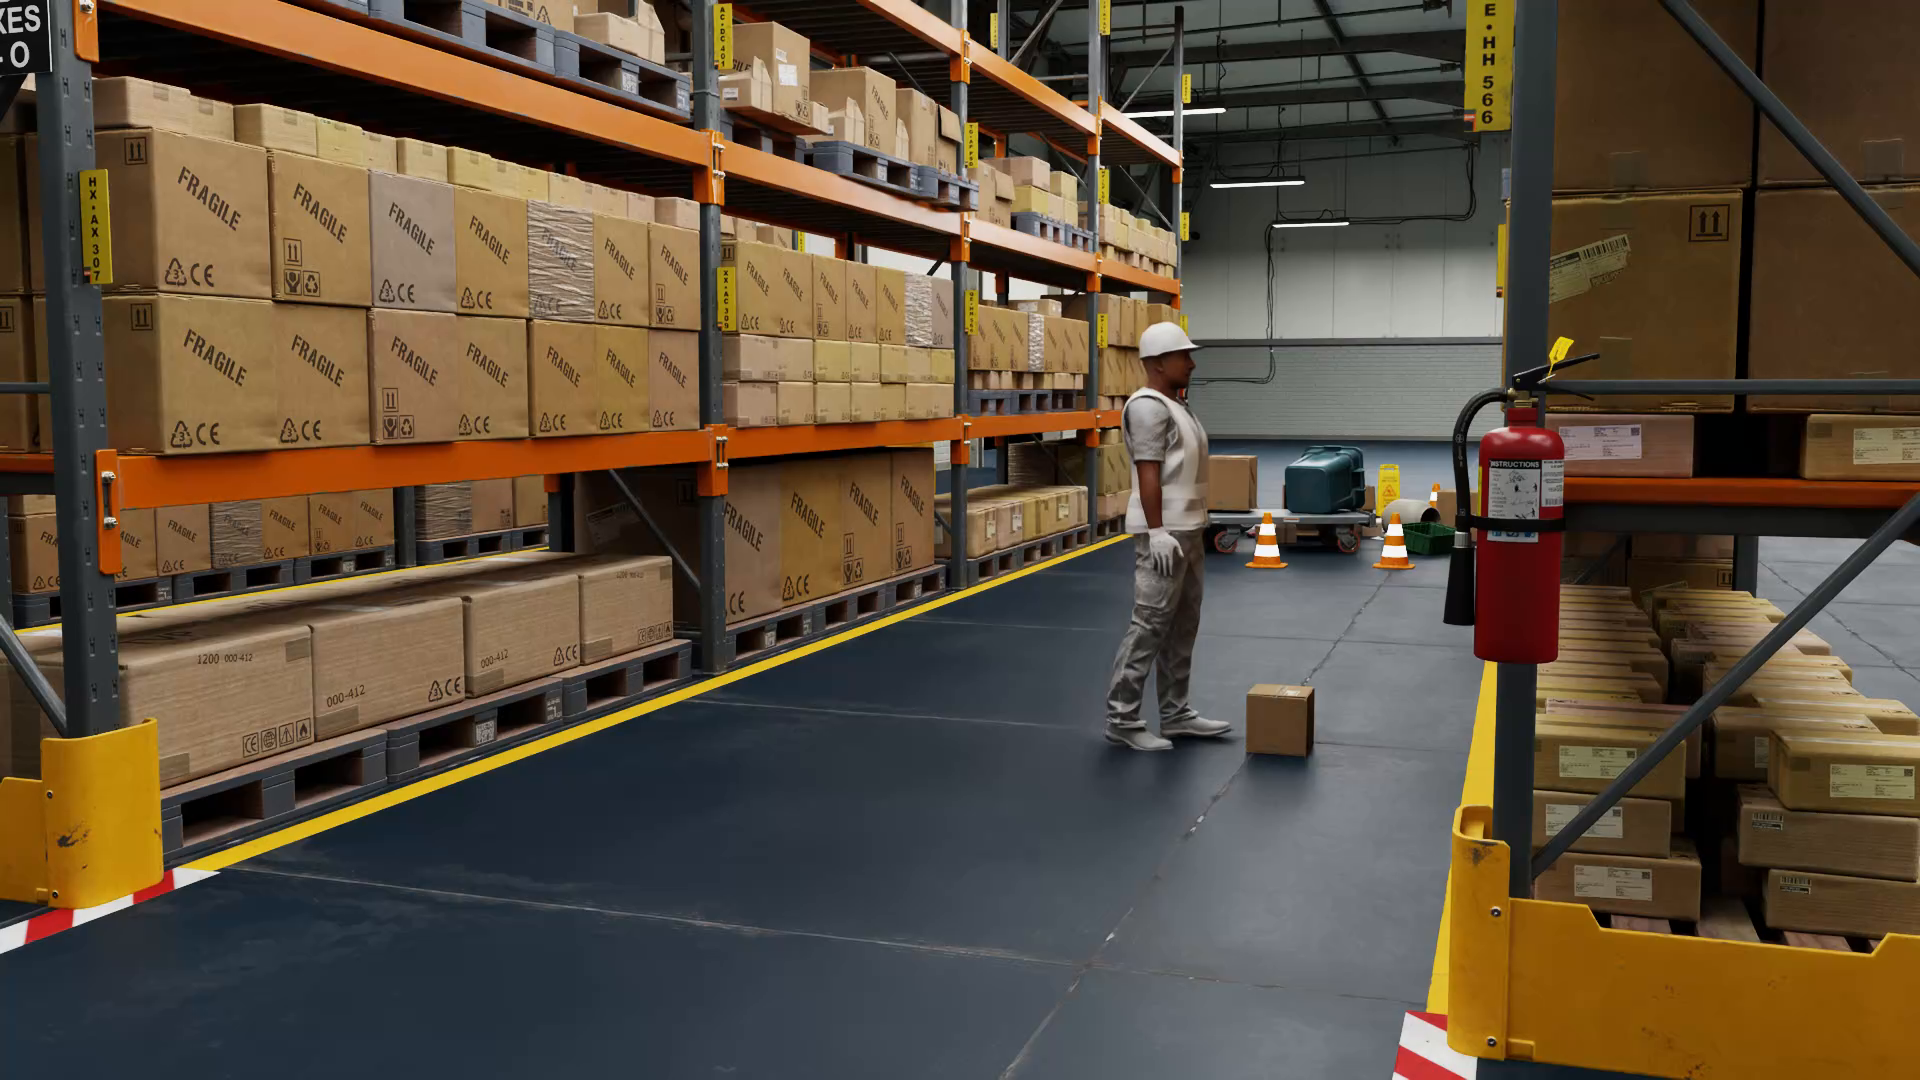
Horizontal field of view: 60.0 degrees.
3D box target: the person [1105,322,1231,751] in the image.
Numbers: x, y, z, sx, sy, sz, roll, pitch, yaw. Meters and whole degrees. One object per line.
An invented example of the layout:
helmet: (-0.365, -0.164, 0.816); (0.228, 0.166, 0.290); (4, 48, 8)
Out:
person: (0.899, -0.017, 7.079); (0.497, 1.806, 0.558); (2, 5, 19)
